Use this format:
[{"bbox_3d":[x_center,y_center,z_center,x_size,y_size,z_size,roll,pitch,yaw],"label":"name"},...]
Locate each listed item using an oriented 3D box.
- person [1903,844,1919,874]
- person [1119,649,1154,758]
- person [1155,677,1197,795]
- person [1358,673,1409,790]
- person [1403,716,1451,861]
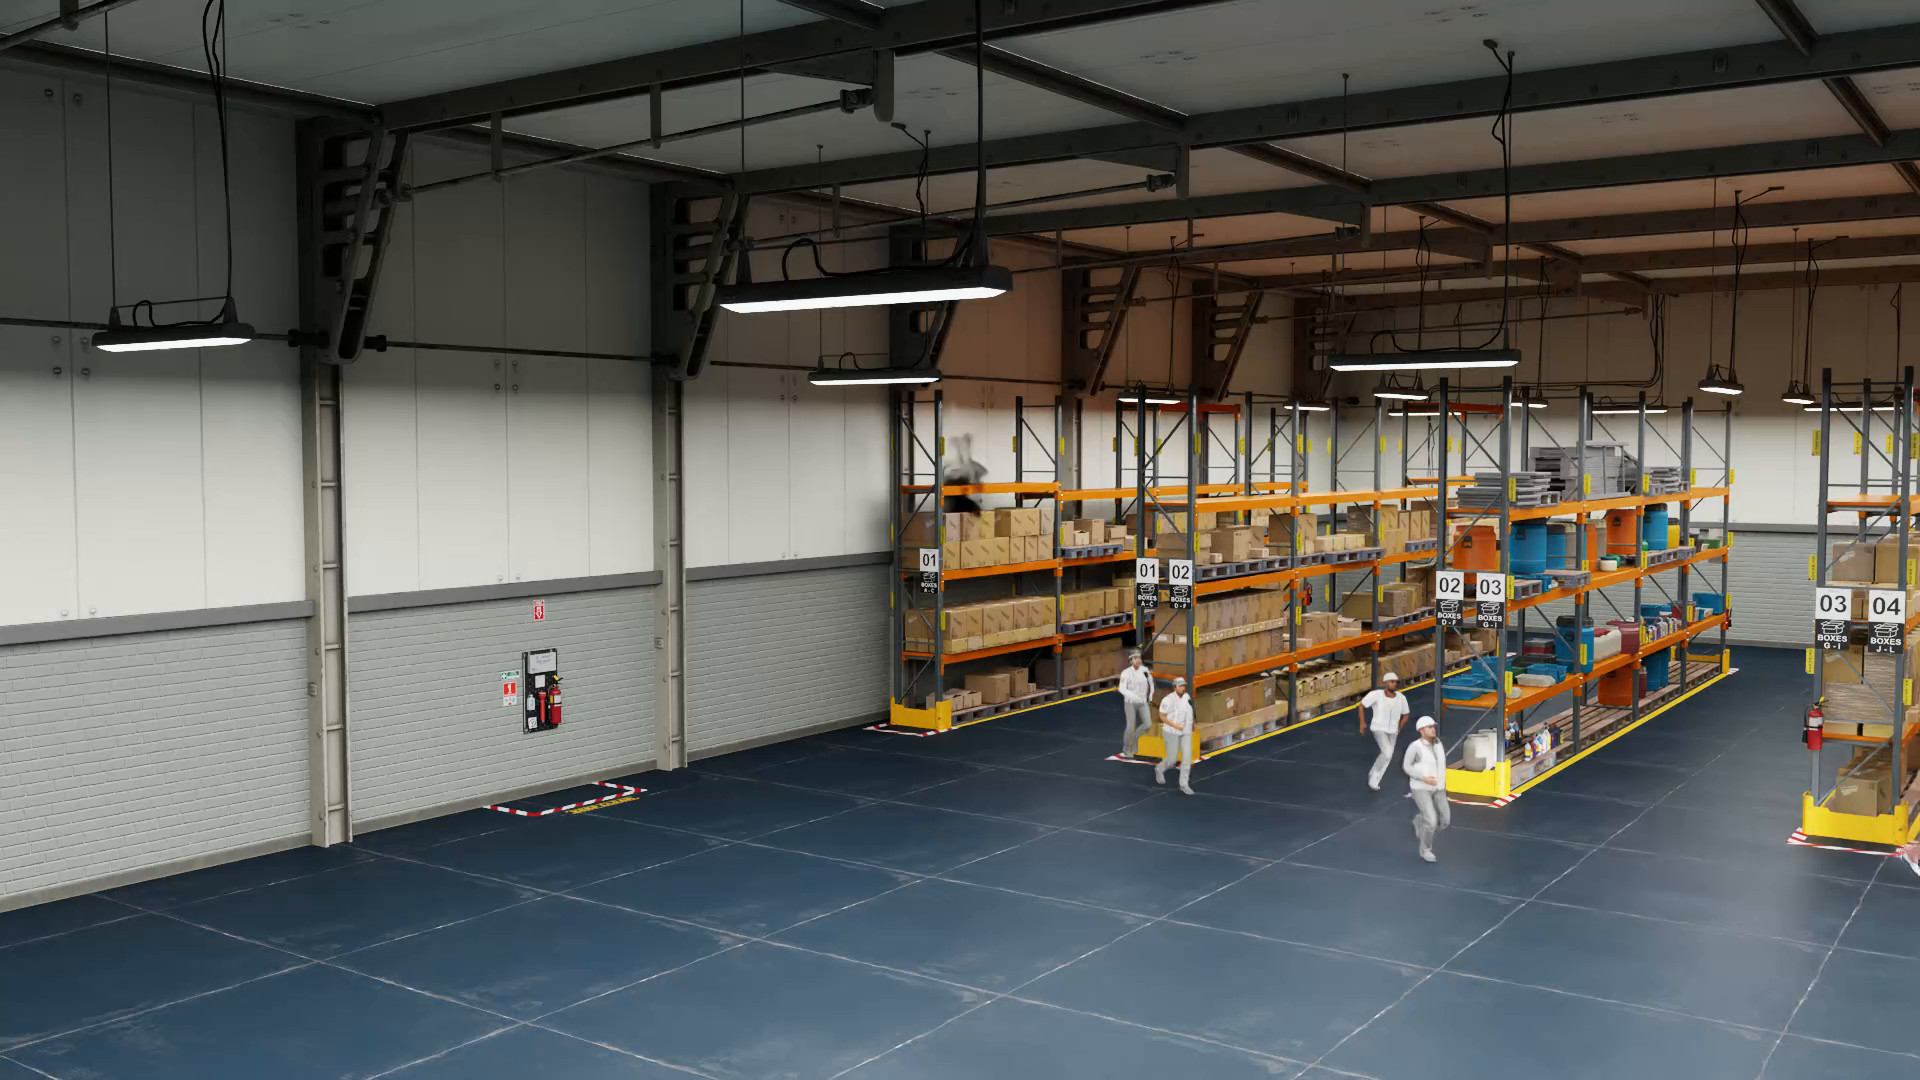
[{"bbox_3d":[11.160,3.098,18.784,0.566,1.667,0.964,-2,4,-28],"label":"person"},{"bbox_3d":[2.695,2.471,25.111,0.650,1.673,0.644,-1,3,-19],"label":"person"},{"bbox_3d":[3.159,2.820,24.206,0.630,1.668,0.764,-1,4,-25],"label":"person"},{"bbox_3d":[6.187,2.779,24.077,0.712,1.714,0.609,-1,3,-11],"label":"person"},{"bbox_3d":[5.681,3.007,20.235,0.691,1.735,0.609,-2,4,-29],"label":"person"}]
